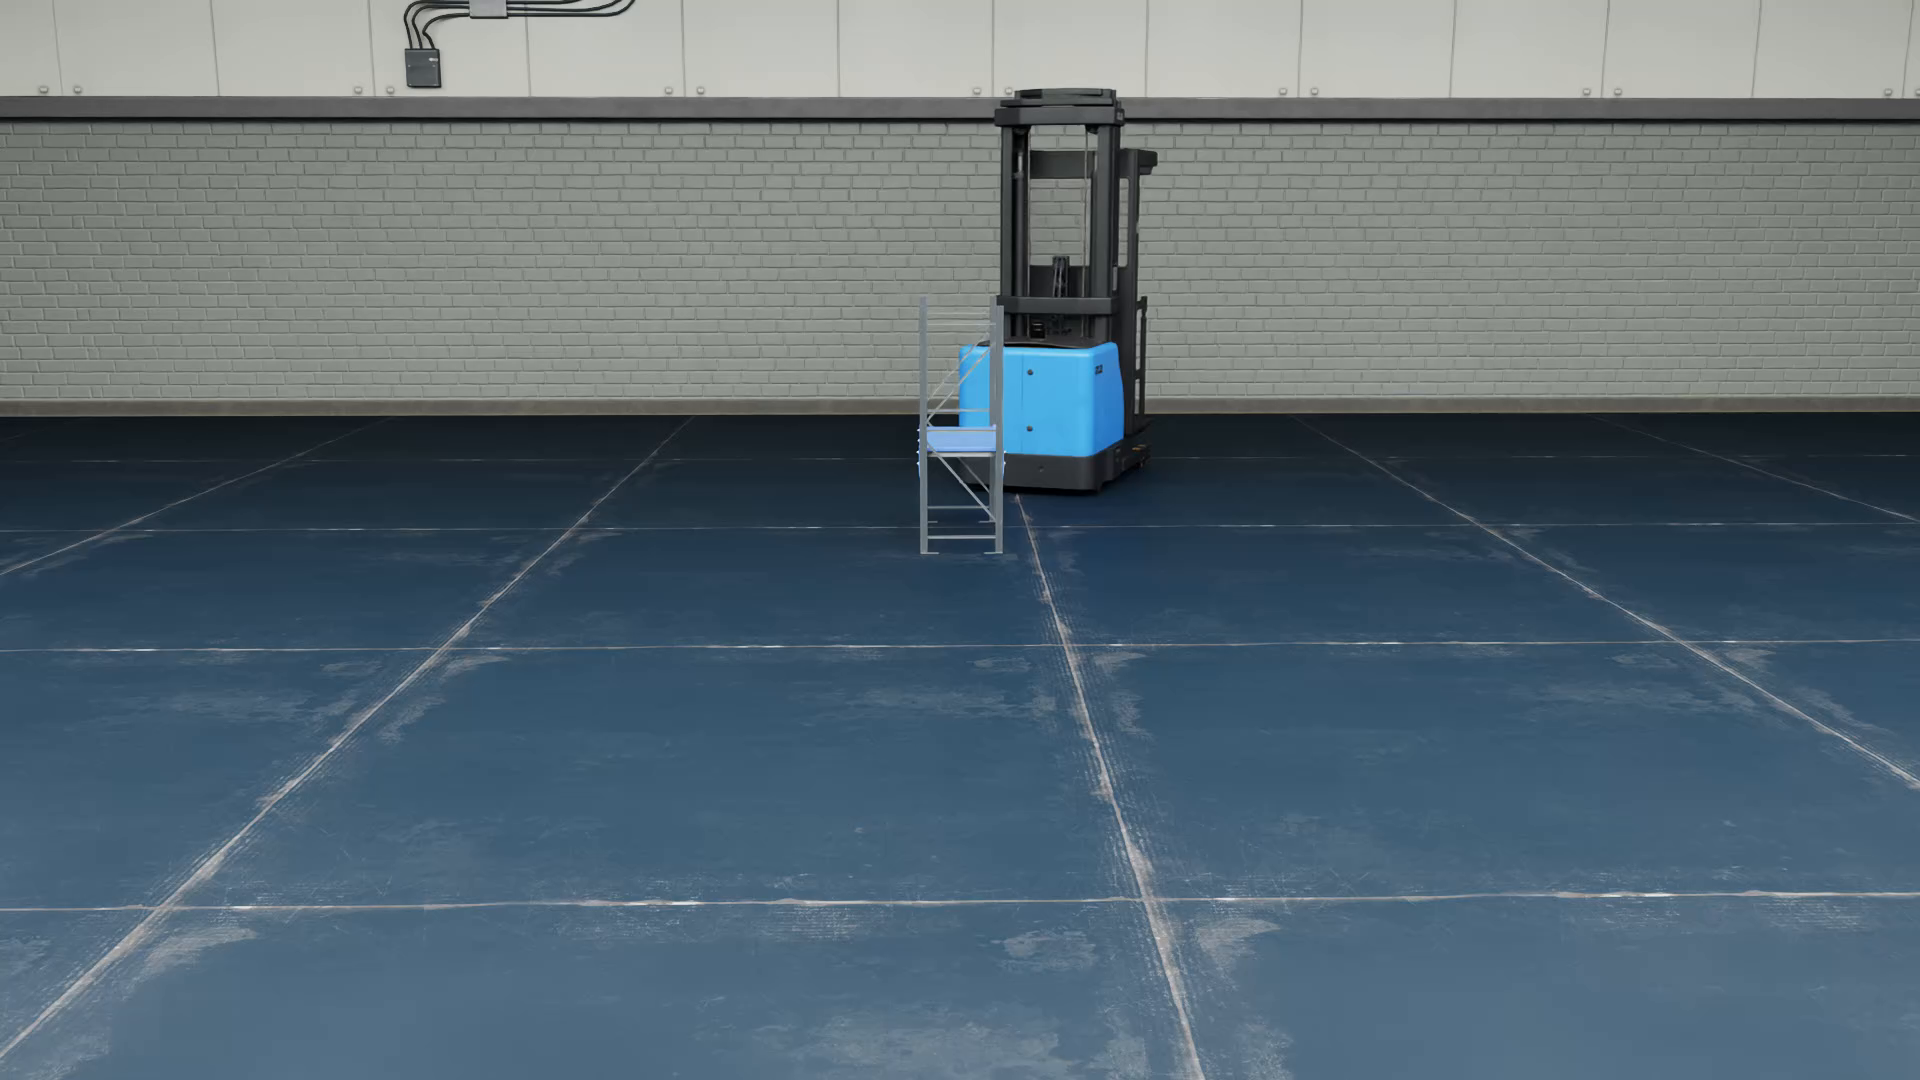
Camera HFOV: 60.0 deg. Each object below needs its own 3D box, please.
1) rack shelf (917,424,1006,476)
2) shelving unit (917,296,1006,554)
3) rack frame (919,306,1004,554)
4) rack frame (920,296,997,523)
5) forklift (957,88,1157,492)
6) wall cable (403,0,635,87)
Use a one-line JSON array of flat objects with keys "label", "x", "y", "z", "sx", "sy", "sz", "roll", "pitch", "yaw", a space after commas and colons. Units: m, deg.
[{"label": "rack shelf", "x": -0.002, "y": -0.576, "z": 10.529, "sx": 0.538, "sy": 0.185, "sz": 1.000, "roll": 0, "pitch": 11, "yaw": -1}, {"label": "shelving unit", "x": -0.002, "y": -0.752, "z": 10.494, "sx": 0.538, "sy": 1.500, "sz": 1.048, "roll": 0, "pitch": 11, "yaw": -1}, {"label": "rack frame", "x": 0.009, "y": -0.651, "z": 9.995, "sx": 0.500, "sy": 1.500, "sz": 0.032, "roll": 0, "pitch": 11, "yaw": -1}, {"label": "rack frame", "x": -0.012, "y": -0.853, "z": 10.992, "sx": 0.500, "sy": 1.500, "sz": 0.032, "roll": 0, "pitch": 11, "yaw": -1}, {"label": "forklift", "x": 0.927, "y": -2.040, "z": 13.241, "sx": 1.130, "sy": 2.935, "sz": 3.031, "roll": 4, "pitch": 12, "yaw": 18}, {"label": "wall cable", "x": -4.175, "y": -7.324, "z": 15.476, "sx": 2.305, "sy": 6.003, "sz": 0.169, "roll": 0, "pitch": 11, "yaw": -1}]
